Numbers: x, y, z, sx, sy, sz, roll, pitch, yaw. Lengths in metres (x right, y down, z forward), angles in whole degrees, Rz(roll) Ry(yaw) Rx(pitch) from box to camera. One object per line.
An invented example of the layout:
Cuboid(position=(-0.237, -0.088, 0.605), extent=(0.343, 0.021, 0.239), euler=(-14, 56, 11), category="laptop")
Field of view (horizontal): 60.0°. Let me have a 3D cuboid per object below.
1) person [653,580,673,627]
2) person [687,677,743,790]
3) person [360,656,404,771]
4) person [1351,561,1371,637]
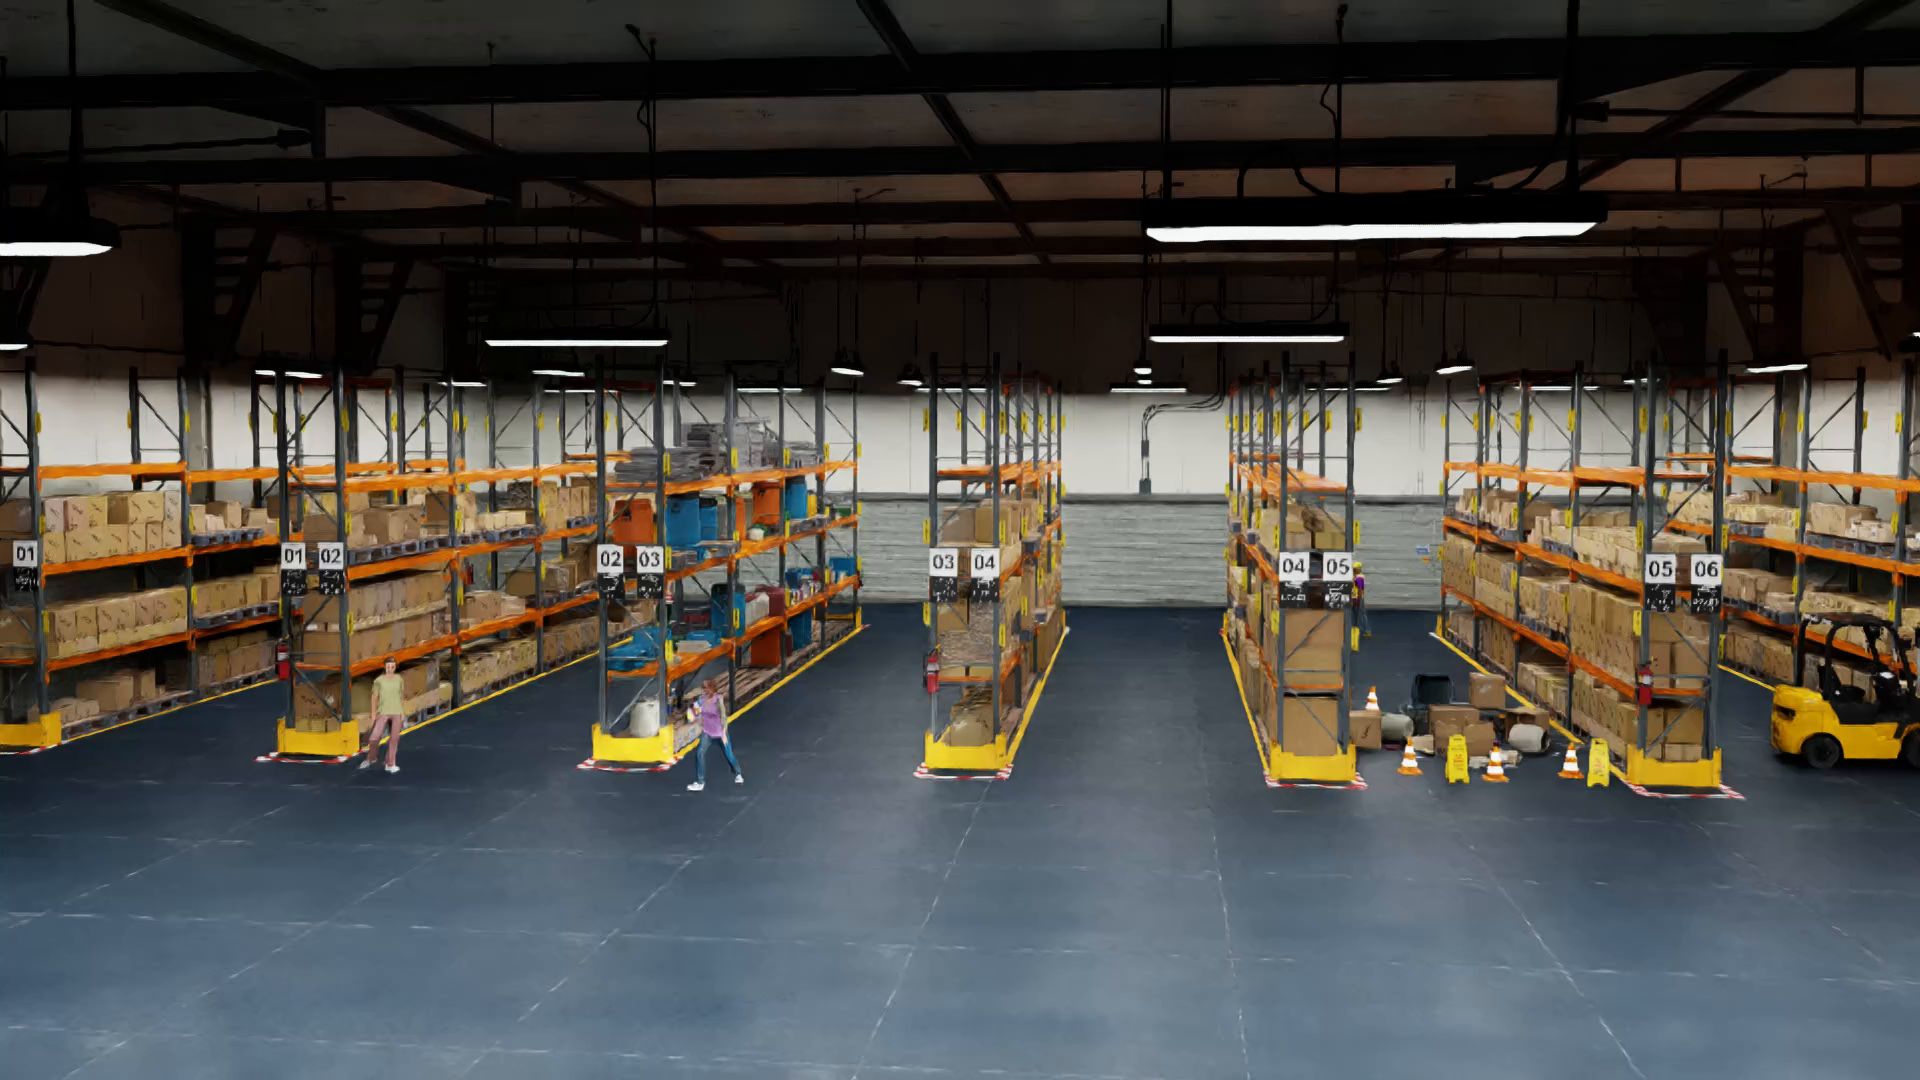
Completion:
Cuboid(position=(-6.721, 1.446, 37.449), extent=(0.489, 1.787, 0.604), euler=(3, 5, 37), category="person")
Cuboid(position=(-3.330, 2.623, 22.723), extent=(0.452, 1.533, 0.883), euler=(2, 5, 29), category="person")
Cuboid(position=(-8.268, 2.483, 23.792), extent=(0.625, 1.665, 0.474), euler=(-3, 5, -33), category="person")
Cuboid(position=(9.266, 1.379, 38.872), extent=(0.618, 1.767, 0.788), euler=(0, 4, 2), category="person")
